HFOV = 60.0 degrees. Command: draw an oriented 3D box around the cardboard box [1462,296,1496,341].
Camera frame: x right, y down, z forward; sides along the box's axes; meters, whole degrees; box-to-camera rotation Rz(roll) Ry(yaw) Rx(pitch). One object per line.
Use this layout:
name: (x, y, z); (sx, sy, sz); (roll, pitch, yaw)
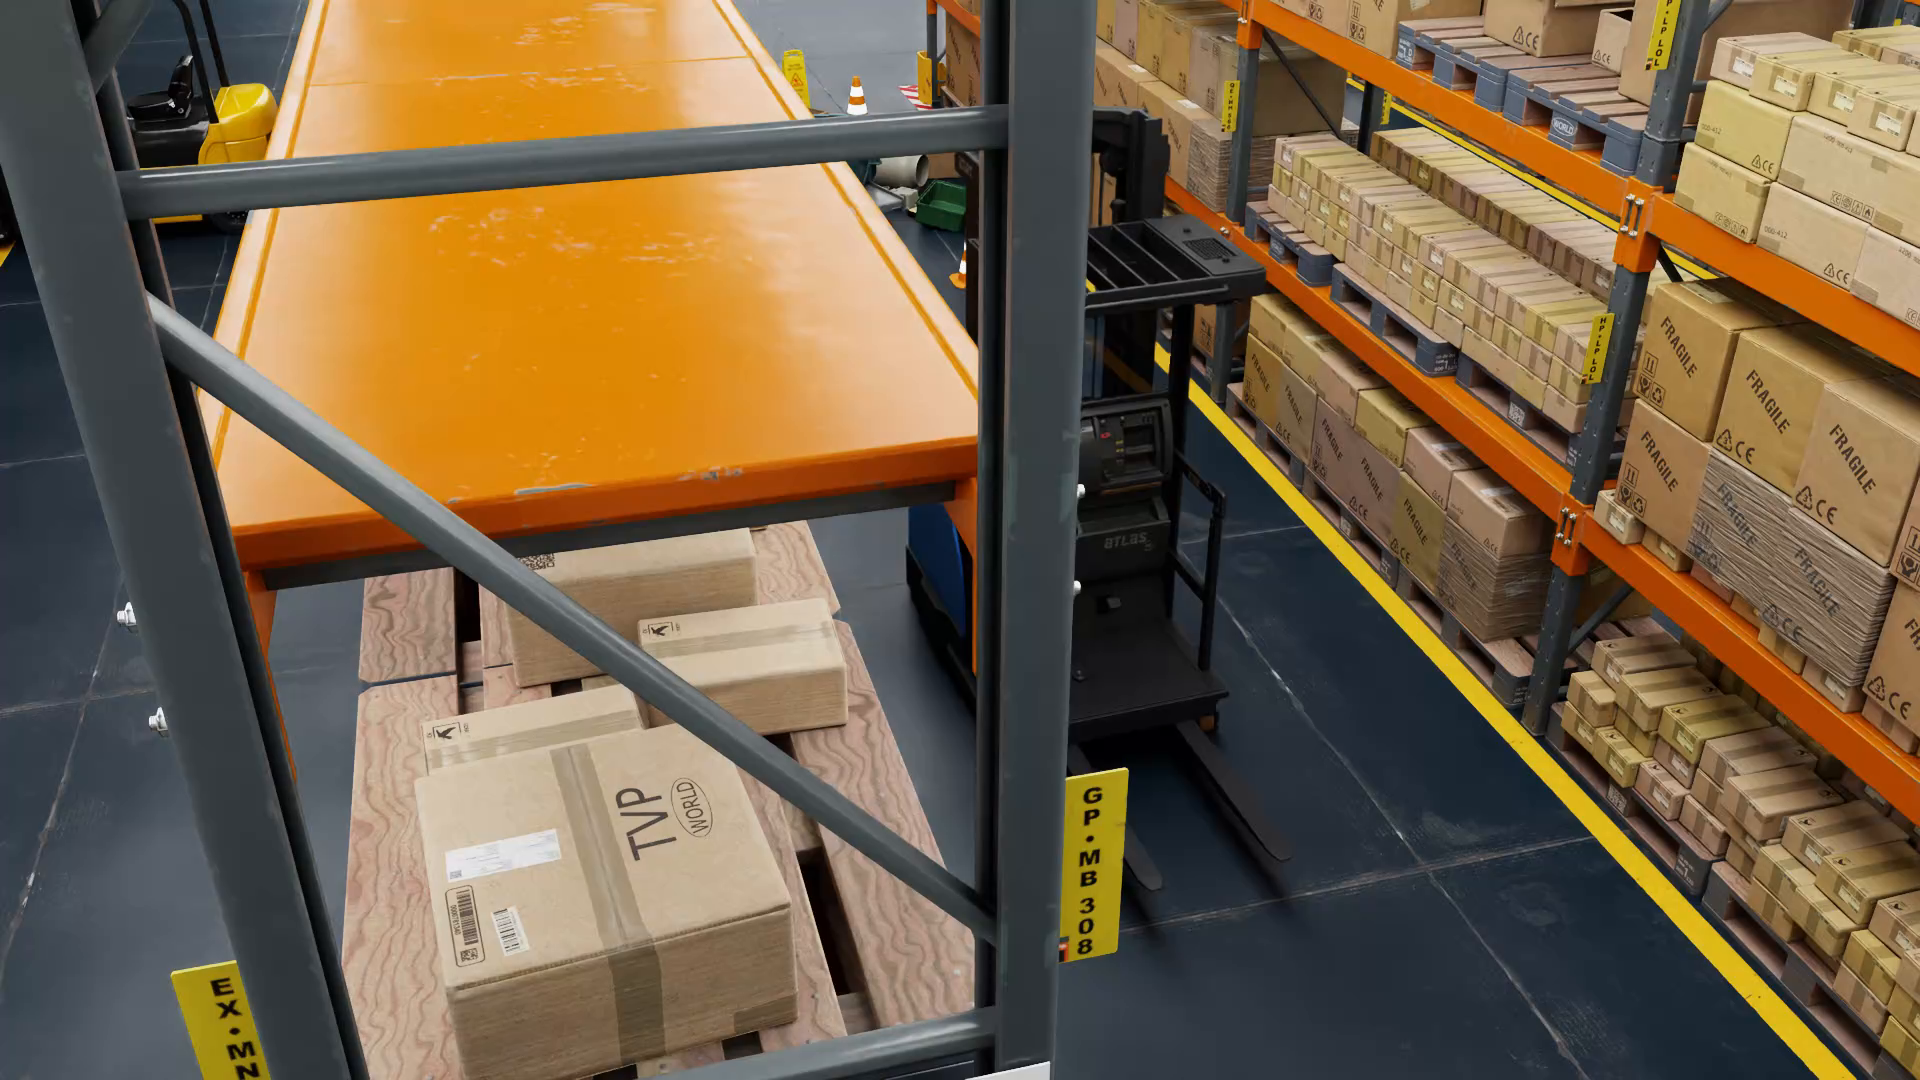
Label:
cardboard box: (2.814, -1.155, 8.517); (0.380, 0.149, 0.250); (-9, 31, -15)

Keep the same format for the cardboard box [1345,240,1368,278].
cardboard box: (2.473, -1.652, 9.673); (0.380, 0.149, 0.250); (-7, 31, -12)

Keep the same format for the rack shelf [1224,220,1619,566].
rack shelf: (2.791, -1.063, 9.542); (1.077, 0.370, 4.000); (-8, 31, -13)

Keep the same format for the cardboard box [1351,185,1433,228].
cardboard box: (2.474, -1.915, 9.533); (0.380, 0.149, 0.250); (-6, 31, -11)

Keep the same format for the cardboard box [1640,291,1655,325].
cardboard box: (3.580, -1.124, 8.167); (0.380, 0.149, 0.250); (-7, 31, -12)

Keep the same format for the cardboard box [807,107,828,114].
cardboard box: (-1.702, -3.905, 16.226); (0.637, 0.503, 0.797); (19, 35, 29)

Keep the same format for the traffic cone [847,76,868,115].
traffic cone: (-1.092, -4.661, 17.572); (0.336, 0.463, 0.334); (-8, 31, -13)

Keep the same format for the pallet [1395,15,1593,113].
pallet: (2.982, -2.438, 8.393); (1.213, 0.211, 1.003); (-8, 31, -13)

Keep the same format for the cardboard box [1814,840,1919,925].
cardboard box: (3.603, 1.338, 6.508); (0.380, 0.149, 0.250); (-8, 31, -13)

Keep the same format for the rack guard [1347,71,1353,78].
rack guard: (4.965, -5.696, 19.324); (1.175, 0.500, 0.348); (-8, 31, -13)

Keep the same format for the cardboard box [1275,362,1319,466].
cardboard box: (2.338, -0.822, 10.484); (0.500, 0.500, 0.500); (-7, 31, -13)

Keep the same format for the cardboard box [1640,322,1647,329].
cardboard box: (3.590, -0.987, 8.226); (0.380, 0.149, 0.250); (-8, 31, -14)

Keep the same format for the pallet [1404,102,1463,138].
pallet: (5.467, -4.586, 17.694); (1.003, 0.211, 1.213); (-8, 31, -13)

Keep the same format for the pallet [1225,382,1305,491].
pallet: (2.466, -0.756, 11.077); (1.003, 0.211, 1.213); (-8, 31, -13)

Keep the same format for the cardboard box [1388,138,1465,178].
cardboard box: (2.896, -2.374, 10.325); (0.380, 0.149, 0.250); (-8, 31, -14)

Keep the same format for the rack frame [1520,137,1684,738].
rack frame: (3.321, -0.409, 7.693); (1.000, 3.000, 0.127); (-8, 31, -13)

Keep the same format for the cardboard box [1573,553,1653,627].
cardboard box: (3.381, 0.099, 8.891); (0.500, 0.500, 0.500); (-7, 31, -11)

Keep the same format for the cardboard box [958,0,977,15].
cardboard box: (0.473, -5.546, 16.419); (0.875, 0.550, 0.550); (-8, 31, -13)

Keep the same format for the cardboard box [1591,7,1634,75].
cardboard box: (3.290, -2.303, 7.641); (0.500, 0.311, 0.500); (-8, 31, -14)

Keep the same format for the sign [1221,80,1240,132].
sign: (1.725, -2.766, 10.610); (0.100, 0.325, 0.005); (-8, 31, -13)

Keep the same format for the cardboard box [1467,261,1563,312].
cardboard box: (2.818, -1.288, 8.451); (0.380, 0.149, 0.250); (-8, 31, -13)

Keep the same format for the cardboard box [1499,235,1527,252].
cardboard box: (3.243, -1.617, 9.315); (0.380, 0.149, 0.250); (-8, 31, -14)

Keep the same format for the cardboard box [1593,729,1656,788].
cardboard box: (3.179, 0.991, 7.702); (0.380, 0.149, 0.250); (-7, 31, -12)

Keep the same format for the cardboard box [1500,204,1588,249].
cardboard box: (3.241, -1.745, 9.239); (0.380, 0.149, 0.250); (-7, 31, -12)

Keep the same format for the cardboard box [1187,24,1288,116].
cardboard box: (2.015, -3.279, 11.554); (0.700, 0.500, 0.500); (-8, 31, -14)

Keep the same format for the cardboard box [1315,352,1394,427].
cardboard box: (2.463, -0.914, 9.894); (0.500, 0.250, 0.500); (-8, 31, -13)

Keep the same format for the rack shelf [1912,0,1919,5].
rack shelf: (7.599, -2.972, 9.845); (1.077, 0.370, 4.000); (-8, 31, -13)

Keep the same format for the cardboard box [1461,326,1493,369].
cardboard box: (2.825, -1.014, 8.571); (0.380, 0.149, 0.250); (-9, 31, -16)

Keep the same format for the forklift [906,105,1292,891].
forklift: (0.642, -0.373, 7.700); (1.130, 2.935, 3.031); (-9, 31, -16)

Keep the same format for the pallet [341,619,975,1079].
pallet: (-0.570, 0.614, 3.021); (1.003, 0.211, 1.213); (-8, 31, -13)

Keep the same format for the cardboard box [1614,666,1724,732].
cardboard box: (3.229, 0.721, 7.574); (0.380, 0.149, 0.250); (-6, 31, -11)

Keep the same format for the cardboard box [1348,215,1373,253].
cardboard box: (2.475, -1.781, 9.598); (0.380, 0.149, 0.250); (-8, 31, -13)

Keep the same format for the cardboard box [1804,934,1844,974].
cardboard box: (3.635, 1.600, 6.649); (0.380, 0.149, 0.250); (-7, 31, -12)

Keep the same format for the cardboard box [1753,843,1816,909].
cardboard box: (3.487, 1.353, 6.780); (0.380, 0.149, 0.250); (-8, 31, -14)

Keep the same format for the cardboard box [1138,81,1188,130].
cardboard box: (1.618, -3.048, 12.153); (0.500, 0.500, 0.500); (-8, 31, -14)

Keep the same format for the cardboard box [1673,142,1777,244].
cardboard box: (3.190, -1.383, 6.532); (0.500, 0.250, 0.500); (-6, 31, -11)

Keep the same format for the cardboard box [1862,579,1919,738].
cardboard box: (3.618, 0.433, 5.842); (0.500, 0.500, 0.500); (-6, 31, -11)

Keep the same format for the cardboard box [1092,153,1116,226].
cardboard box: (1.702, -2.726, 13.523); (1.050, 0.750, 0.750); (-8, 31, -13)

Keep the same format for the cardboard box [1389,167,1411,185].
cardboard box: (2.902, -2.236, 10.384); (0.380, 0.149, 0.250); (-7, 31, -11)

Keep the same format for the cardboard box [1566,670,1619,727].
cardboard box: (3.109, 0.732, 7.851); (0.380, 0.149, 0.250); (-6, 31, -11)

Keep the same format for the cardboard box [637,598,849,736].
cardboard box: (-0.430, 0.260, 3.276); (0.380, 0.149, 0.250); (-7, 31, -11)

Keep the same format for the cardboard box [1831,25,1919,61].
cardboard box: (3.668, -1.916, 6.556); (0.380, 0.149, 0.250); (-9, 31, -16)

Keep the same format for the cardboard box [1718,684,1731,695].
cardboard box: (3.795, 0.754, 7.814); (0.380, 0.149, 0.250); (-9, 31, -16)

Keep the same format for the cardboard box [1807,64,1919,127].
cardboard box: (3.326, -1.609, 6.024); (0.380, 0.149, 0.250); (-8, 31, -14)

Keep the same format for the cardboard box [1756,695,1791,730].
cardboard box: (3.846, 0.761, 7.505); (0.380, 0.149, 0.250); (-8, 31, -14)

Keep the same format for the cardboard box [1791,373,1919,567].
cardboard box: (3.462, -0.267, 6.054); (0.500, 0.500, 0.500); (-7, 31, -12)

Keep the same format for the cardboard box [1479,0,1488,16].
cardboard box: (2.930, -2.958, 9.003); (0.500, 0.500, 0.500); (-8, 31, -13)

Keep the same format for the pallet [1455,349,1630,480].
pallet: (3.259, -0.714, 8.412); (1.003, 0.211, 1.213); (-8, 31, -13)

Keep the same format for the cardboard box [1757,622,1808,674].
cardboard box: (3.413, 0.380, 6.582); (0.380, 0.149, 0.250); (-7, 31, -12)
